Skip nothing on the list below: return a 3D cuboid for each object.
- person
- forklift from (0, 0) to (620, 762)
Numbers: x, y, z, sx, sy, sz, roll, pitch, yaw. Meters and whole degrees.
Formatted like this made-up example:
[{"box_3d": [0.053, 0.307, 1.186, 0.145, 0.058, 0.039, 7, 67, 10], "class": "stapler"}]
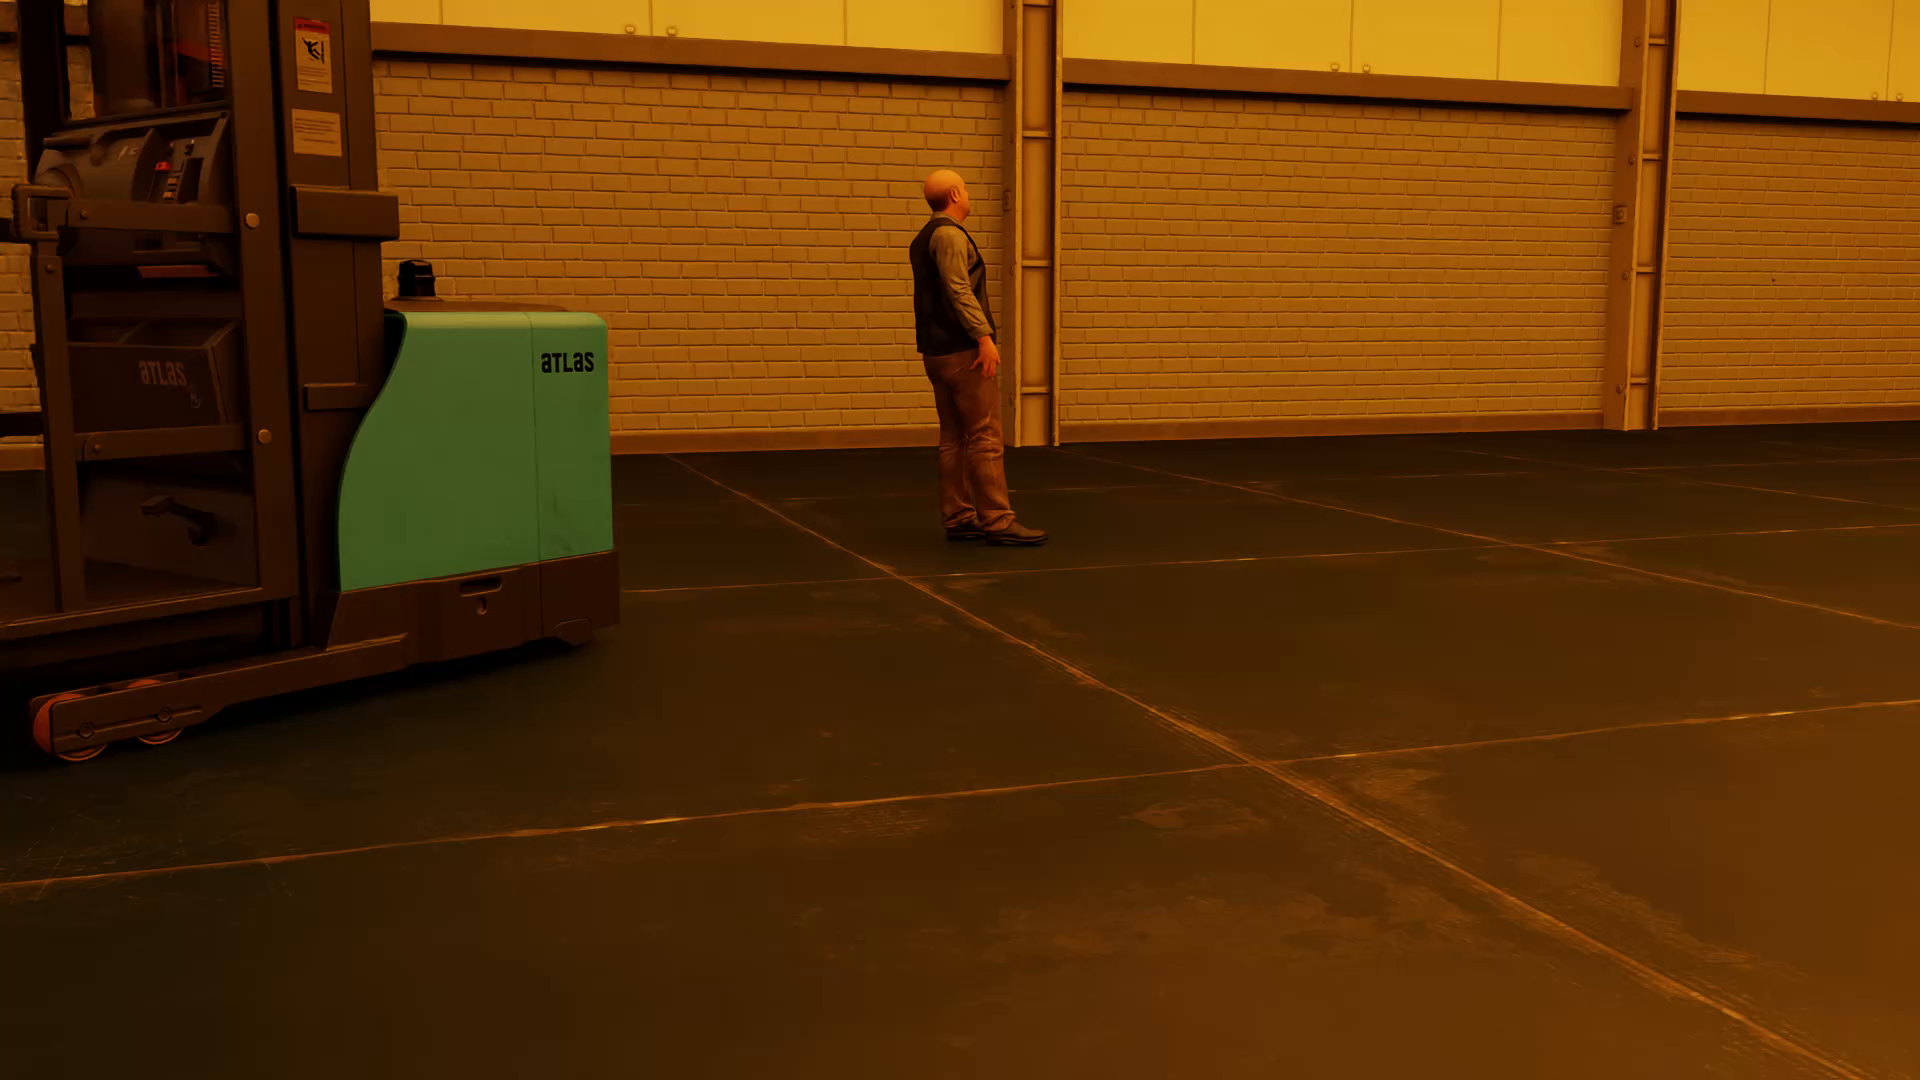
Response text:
[{"box_3d": [0.062, -0.862, 7.820, 0.566, 1.722, 0.633, -3, 8, -18], "class": "person"}, {"box_3d": [-2.379, -0.992, 4.341, 1.130, 2.935, 3.031, 6, 10, 35], "class": "forklift"}]
